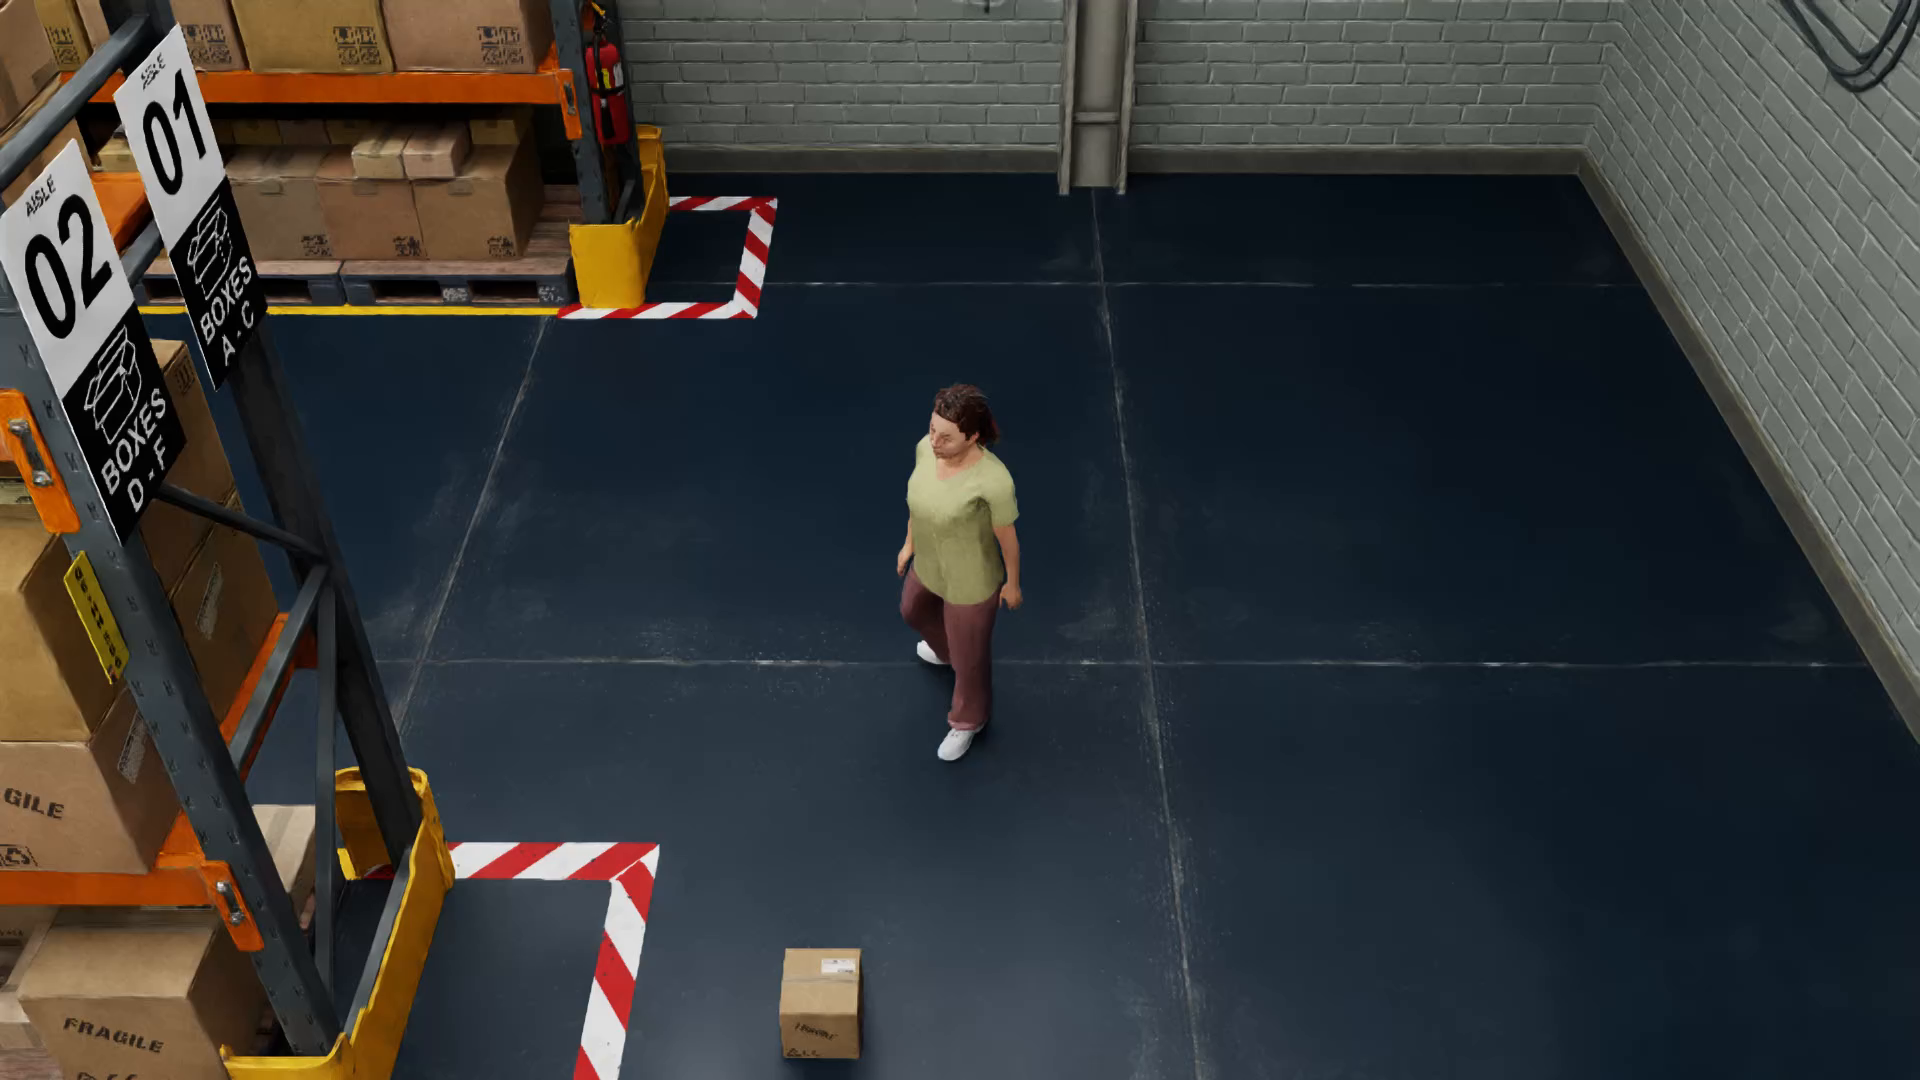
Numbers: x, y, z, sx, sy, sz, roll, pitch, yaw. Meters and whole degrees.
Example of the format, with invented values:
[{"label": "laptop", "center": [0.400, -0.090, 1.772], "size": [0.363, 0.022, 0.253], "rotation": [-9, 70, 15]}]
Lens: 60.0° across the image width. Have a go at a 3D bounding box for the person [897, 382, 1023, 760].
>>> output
[{"label": "person", "center": [-0.036, 0.042, 6.100], "size": [0.450, 1.663, 0.652], "rotation": [-28, 47, -30]}]
